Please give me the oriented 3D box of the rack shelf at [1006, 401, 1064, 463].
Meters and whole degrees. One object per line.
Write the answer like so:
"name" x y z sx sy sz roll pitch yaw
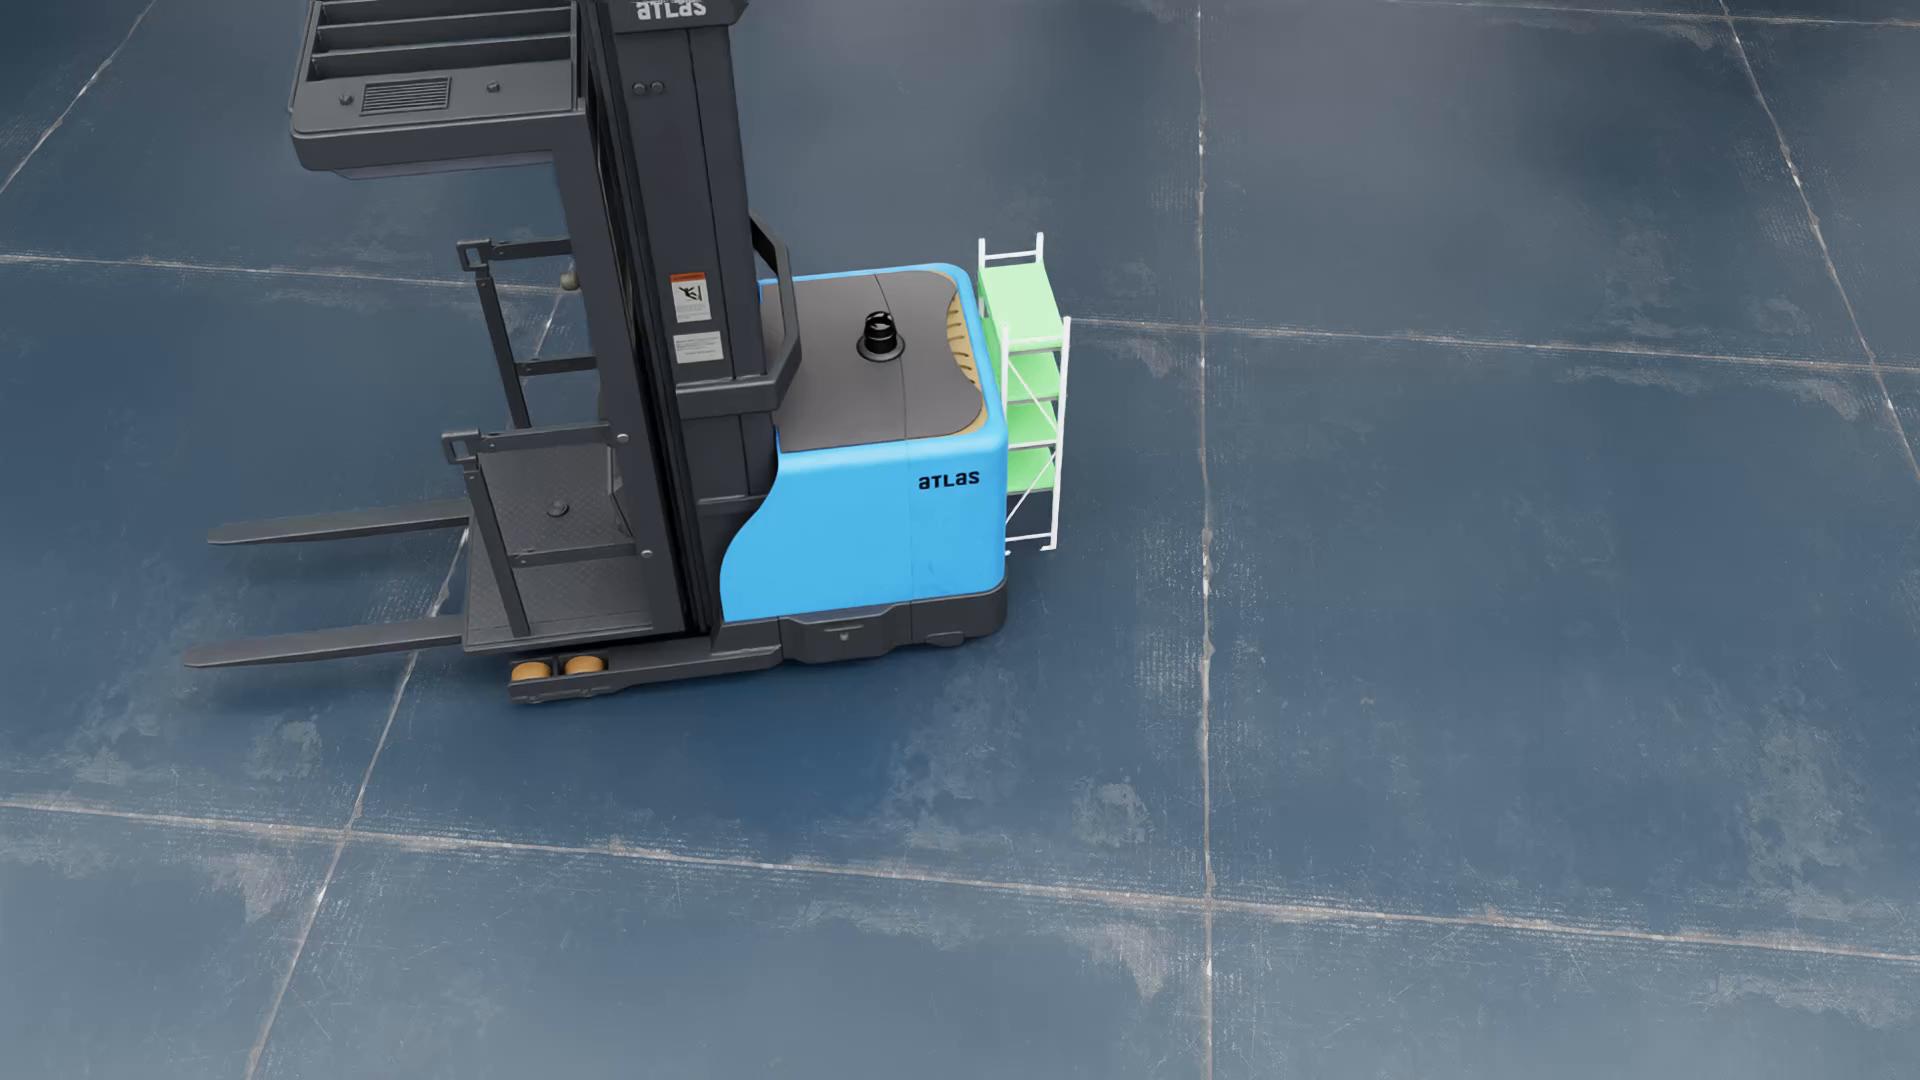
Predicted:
"rack shelf" 0.229 -0.495 6.476 0.258 0.148 0.480 -7 48 -6

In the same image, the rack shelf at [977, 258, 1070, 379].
"rack shelf" 0.229 -0.819 6.122 0.258 0.148 0.480 -7 48 -6

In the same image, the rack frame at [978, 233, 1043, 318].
"rack frame" 0.189 -0.716 6.592 0.240 1.200 0.015 -7 48 -6

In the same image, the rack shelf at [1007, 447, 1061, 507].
"rack shelf" 0.229 -0.333 6.653 0.258 0.148 0.480 -7 48 -6

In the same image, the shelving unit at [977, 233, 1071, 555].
"shelving unit" 0.229 -0.538 6.429 0.258 1.200 0.503 -7 48 -6

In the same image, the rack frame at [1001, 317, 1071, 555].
"rack frame" 0.268 -0.360 6.267 0.240 1.200 0.015 -7 48 -6

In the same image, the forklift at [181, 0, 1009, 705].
"forklift" -1.383 -0.802 5.497 3.031 2.935 1.130 -7 48 -6

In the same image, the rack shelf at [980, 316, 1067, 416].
"rack shelf" 0.229 -0.657 6.299 0.258 0.148 0.480 -7 48 -6
